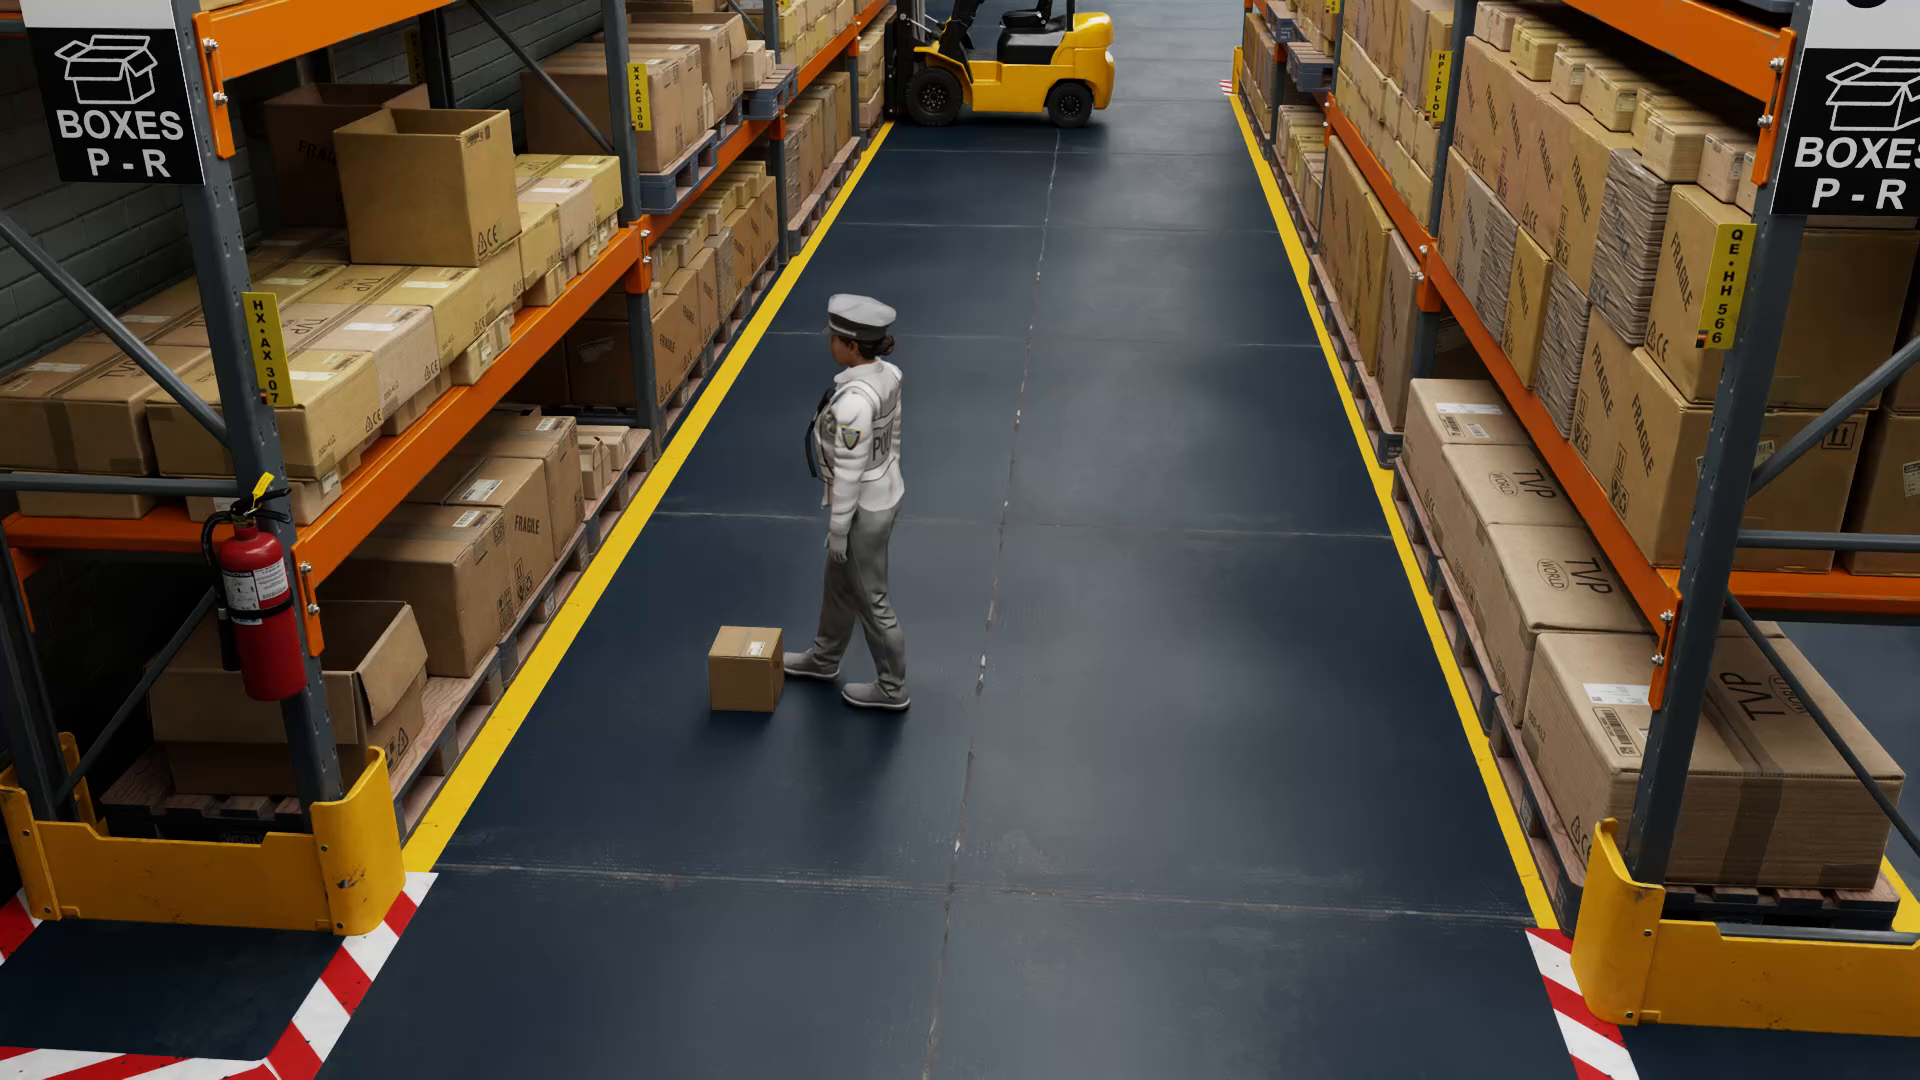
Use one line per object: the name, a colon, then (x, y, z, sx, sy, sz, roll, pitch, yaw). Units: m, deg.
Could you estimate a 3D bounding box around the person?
person: (-0.495, -0.129, 6.349, 0.612, 1.668, 0.481, 4, 25, 9)
